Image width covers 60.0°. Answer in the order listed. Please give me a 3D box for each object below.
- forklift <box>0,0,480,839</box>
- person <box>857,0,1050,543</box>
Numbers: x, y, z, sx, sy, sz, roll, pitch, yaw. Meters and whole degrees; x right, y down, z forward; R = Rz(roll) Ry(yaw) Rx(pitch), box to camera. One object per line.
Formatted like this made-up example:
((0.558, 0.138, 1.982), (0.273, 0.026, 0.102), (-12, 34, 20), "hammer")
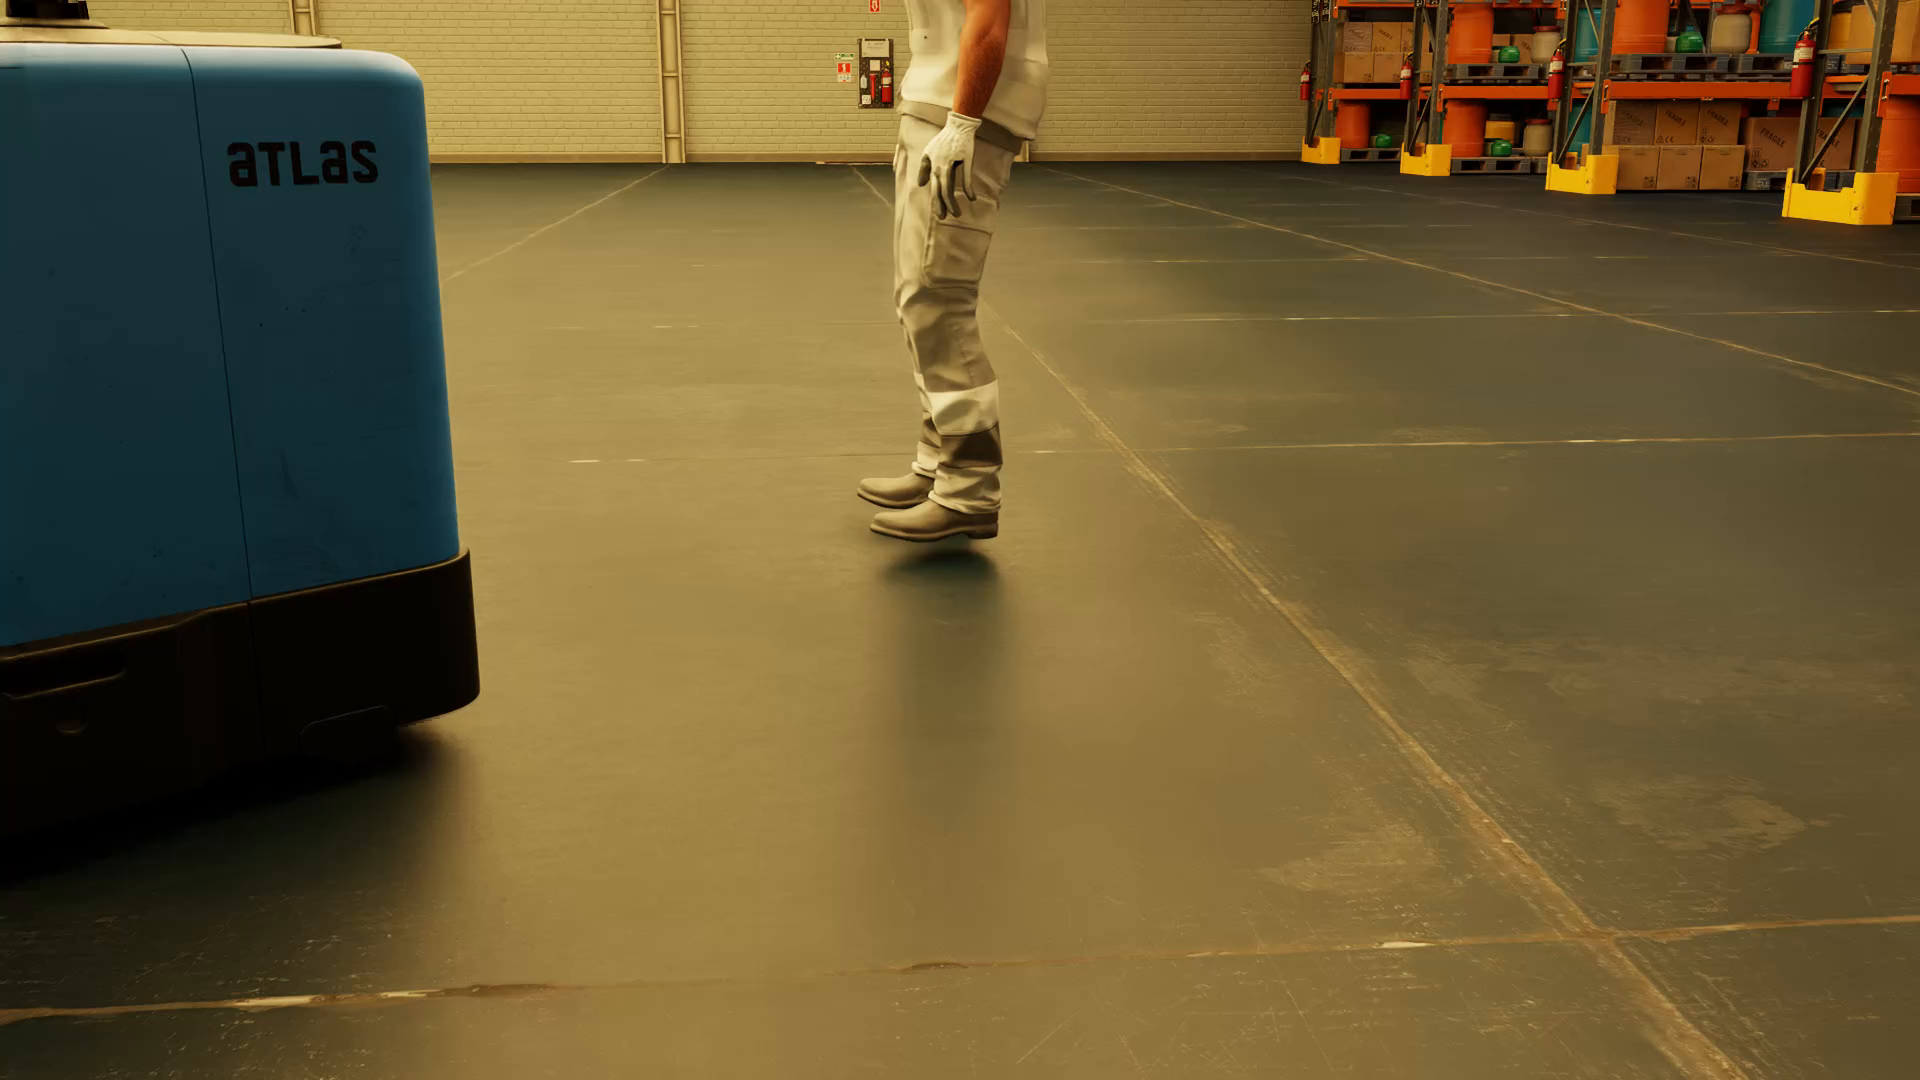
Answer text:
((-2.204, -0.929, 1.704), (3.031, 2.935, 1.130), (-13, 20, -41), "forklift")
((-0.045, -0.893, 3.688), (0.452, 1.776, 0.608), (-2, 15, -7), "person")
